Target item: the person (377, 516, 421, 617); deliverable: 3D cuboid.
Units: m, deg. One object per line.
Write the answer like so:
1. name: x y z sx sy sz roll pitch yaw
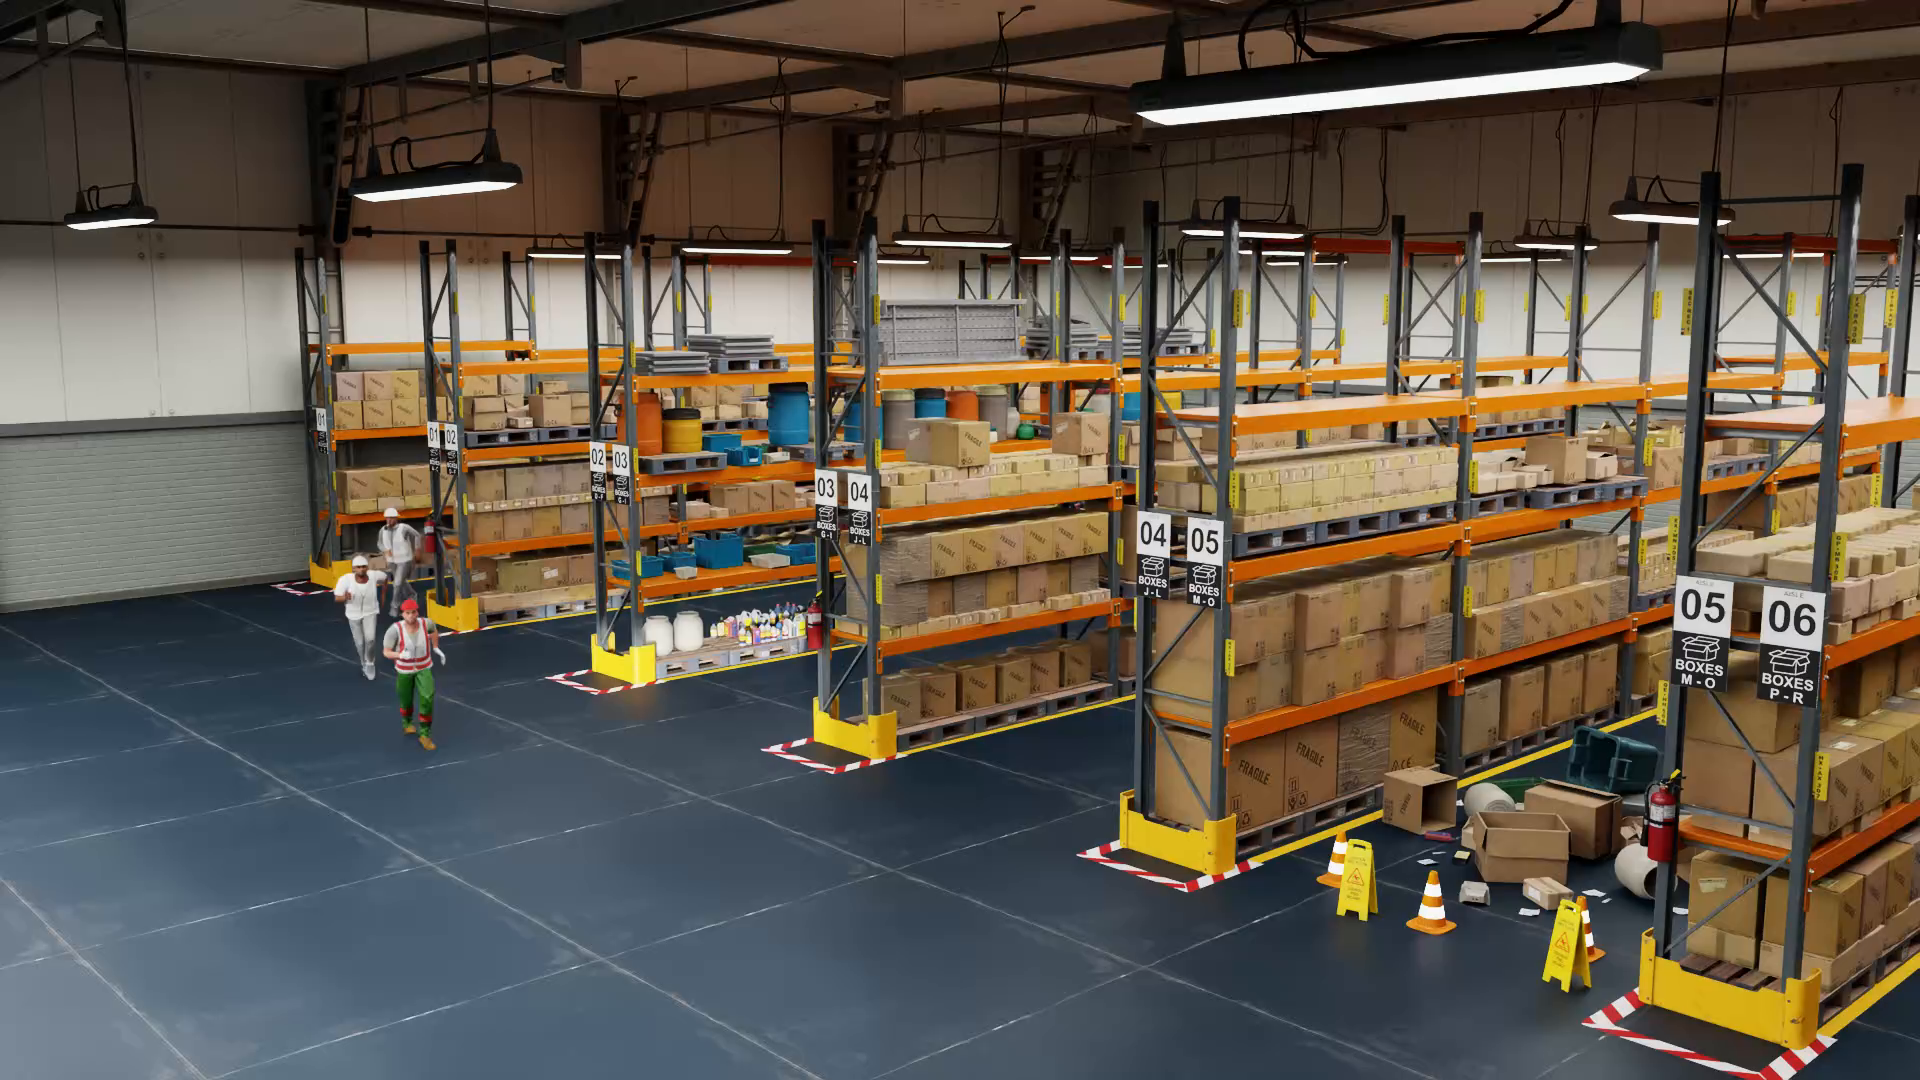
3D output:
1. person: -9.119 0.357 27.188 0.620 1.731 0.789 2 9 16

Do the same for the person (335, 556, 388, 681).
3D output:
1. person: -8.040 1.034 22.393 0.655 1.717 0.904 -2 9 -14

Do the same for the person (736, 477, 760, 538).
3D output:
1. person: -4.084 -0.445 32.341 0.701 1.721 0.634 8 12 43

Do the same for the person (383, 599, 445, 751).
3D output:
1. person: -6.275 1.508 19.145 0.692 1.753 0.995 -4 9 -23
